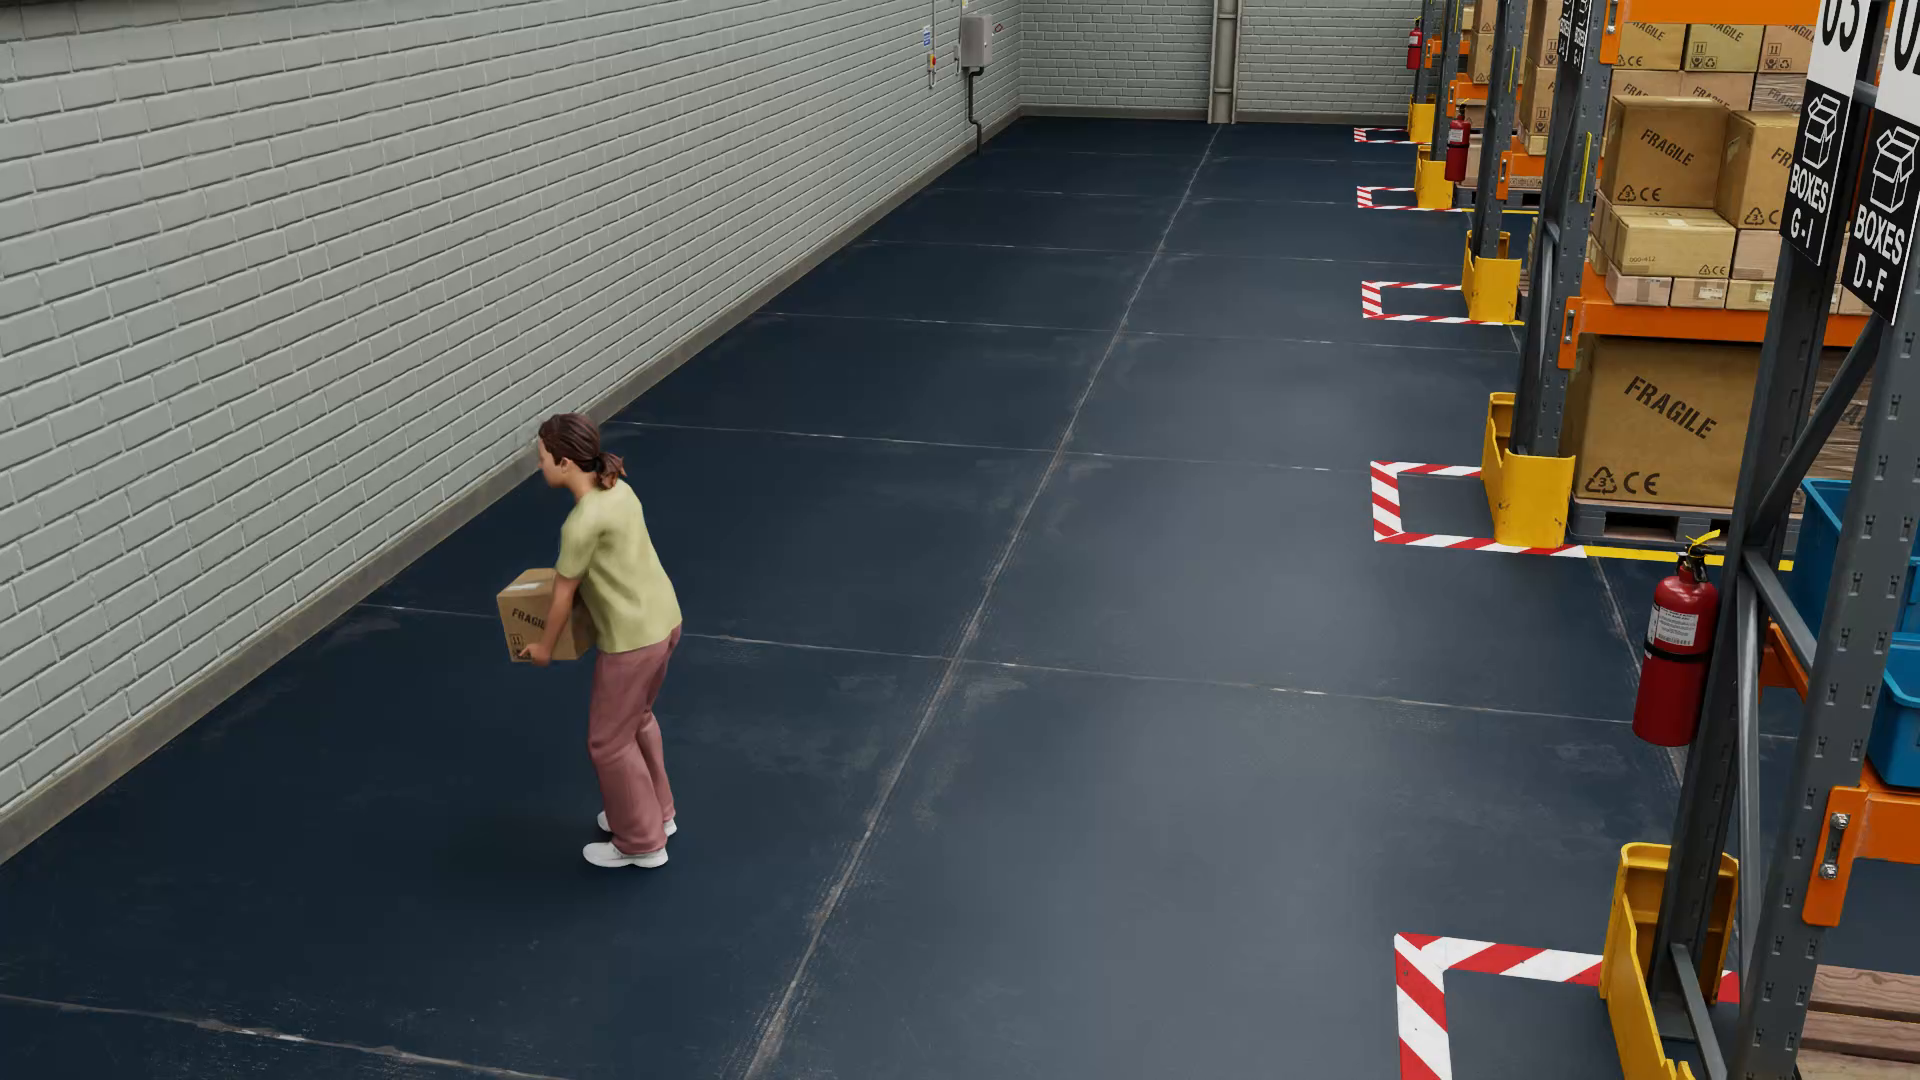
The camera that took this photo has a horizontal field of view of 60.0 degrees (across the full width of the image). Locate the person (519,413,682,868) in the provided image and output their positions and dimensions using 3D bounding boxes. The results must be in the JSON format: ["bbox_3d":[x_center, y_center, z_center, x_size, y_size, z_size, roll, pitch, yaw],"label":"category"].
[{"bbox_3d":[-1.234,0.349,5.761,0.522,1.644,0.408,4,22,10],"label":"person"}]
